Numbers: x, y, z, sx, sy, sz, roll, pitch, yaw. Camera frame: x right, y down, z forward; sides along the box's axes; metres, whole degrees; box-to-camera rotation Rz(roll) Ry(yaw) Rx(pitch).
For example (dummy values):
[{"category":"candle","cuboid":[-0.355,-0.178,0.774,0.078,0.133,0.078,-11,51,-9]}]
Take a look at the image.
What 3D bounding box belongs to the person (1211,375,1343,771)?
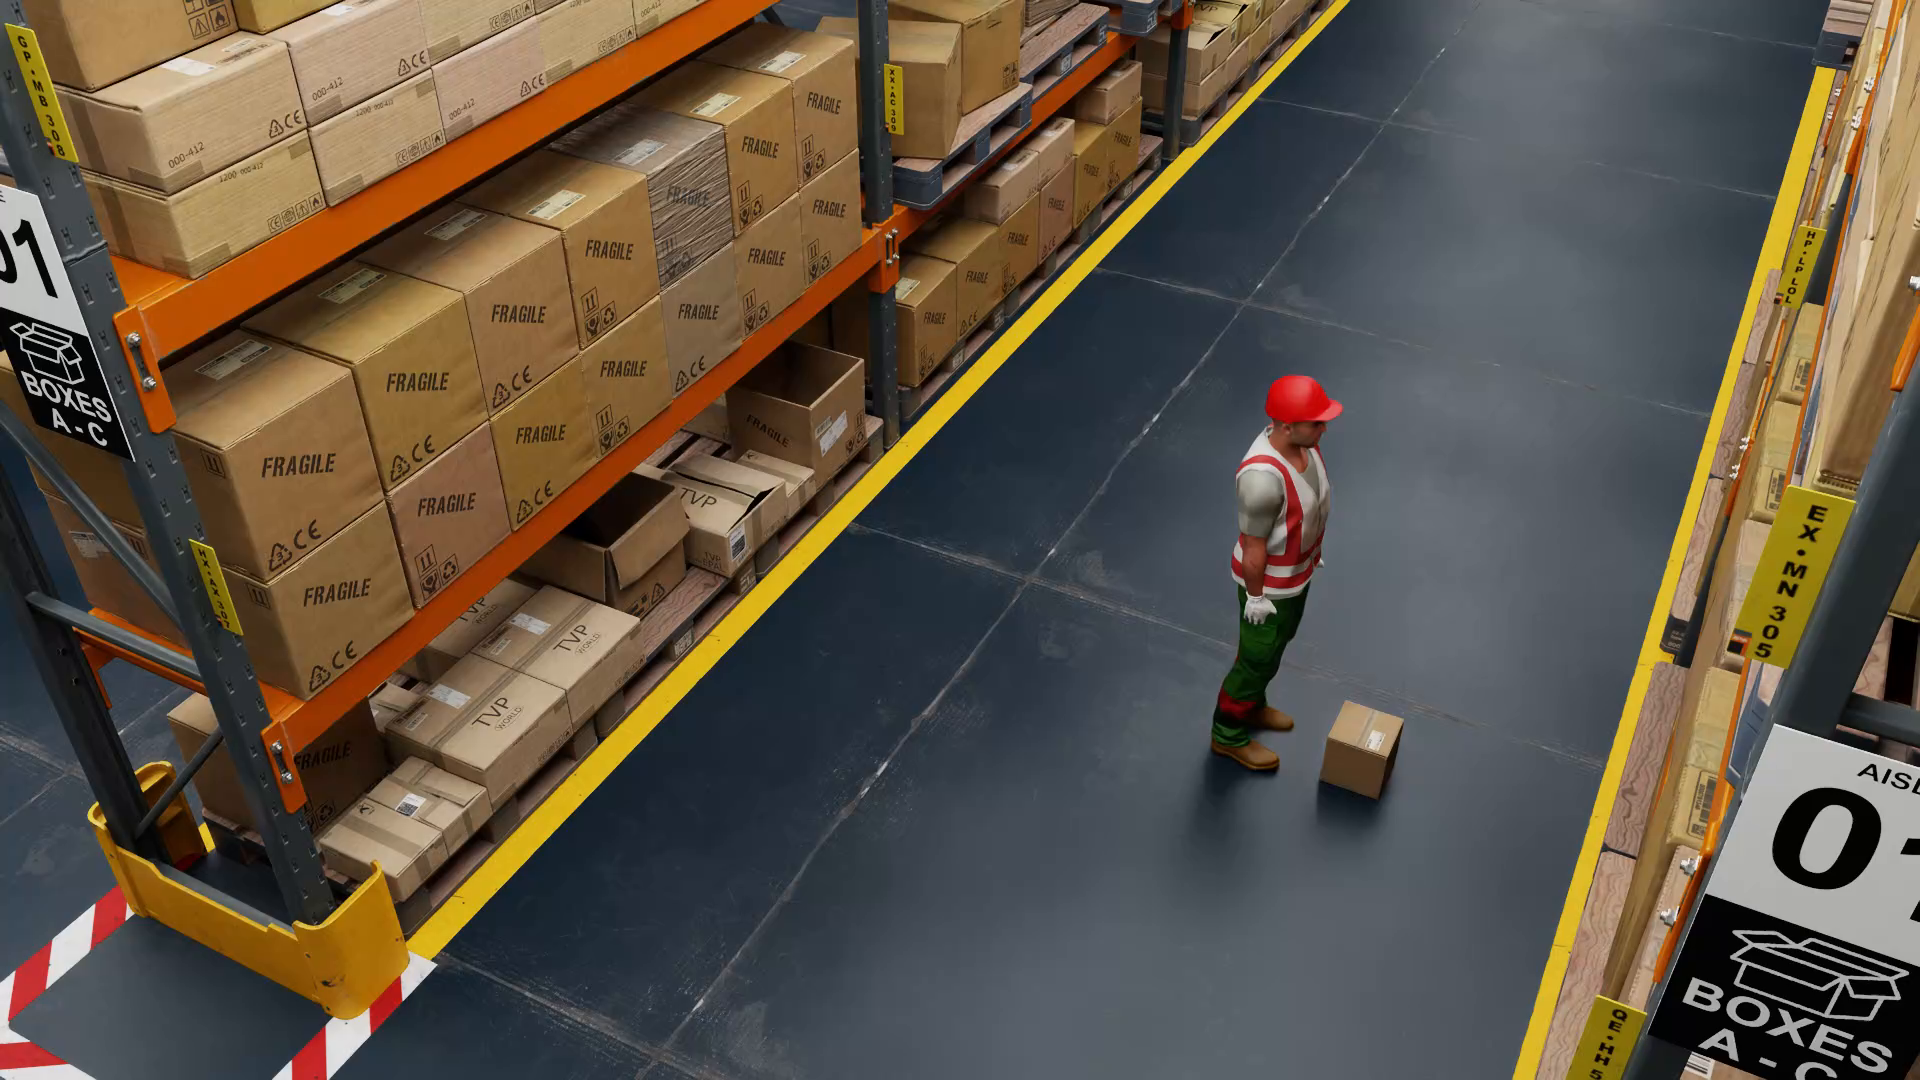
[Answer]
[{"category":"person","cuboid":[1.250,0.131,6.575,0.342,1.799,0.525,19,41,22]}]
